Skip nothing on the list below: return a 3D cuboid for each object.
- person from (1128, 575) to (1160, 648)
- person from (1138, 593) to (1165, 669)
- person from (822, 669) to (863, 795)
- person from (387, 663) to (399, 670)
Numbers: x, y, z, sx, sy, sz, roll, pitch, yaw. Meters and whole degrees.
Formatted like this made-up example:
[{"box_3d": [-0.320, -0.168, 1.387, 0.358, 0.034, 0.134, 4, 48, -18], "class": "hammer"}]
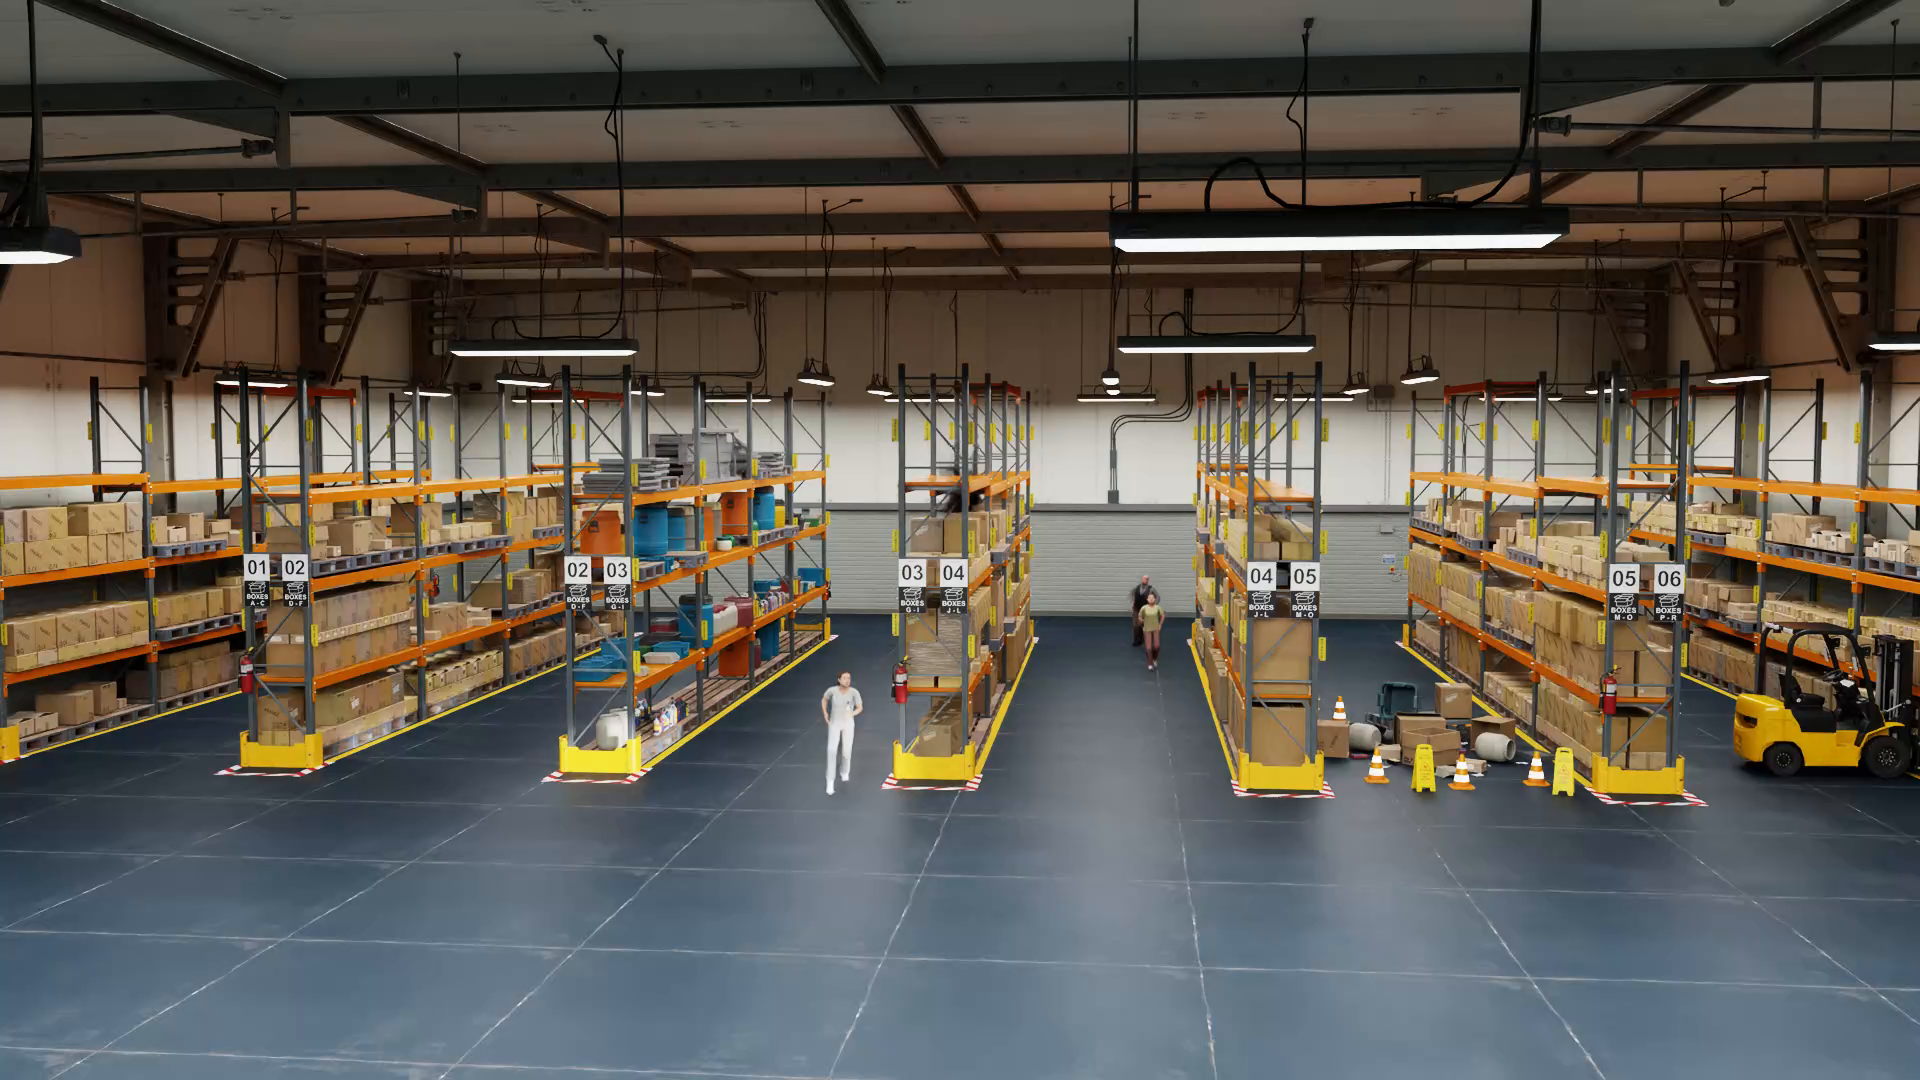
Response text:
[{"box_3d": [4.271, 1.667, 38.892, 0.724, 1.711, 0.612, 2, 4, 26], "class": "person"}, {"box_3d": [4.038, 1.940, 35.097, 0.555, 1.600, 0.534, 0, 4, 4], "class": "person"}, {"box_3d": [-1.656, 2.667, 23.456, 0.567, 1.698, 0.863, 0, 4, -6], "class": "person"}, {"box_3d": [-11.063, 2.038, 32.579, 0.687, 1.743, 0.704, 0, 4, 0], "class": "person"}]
